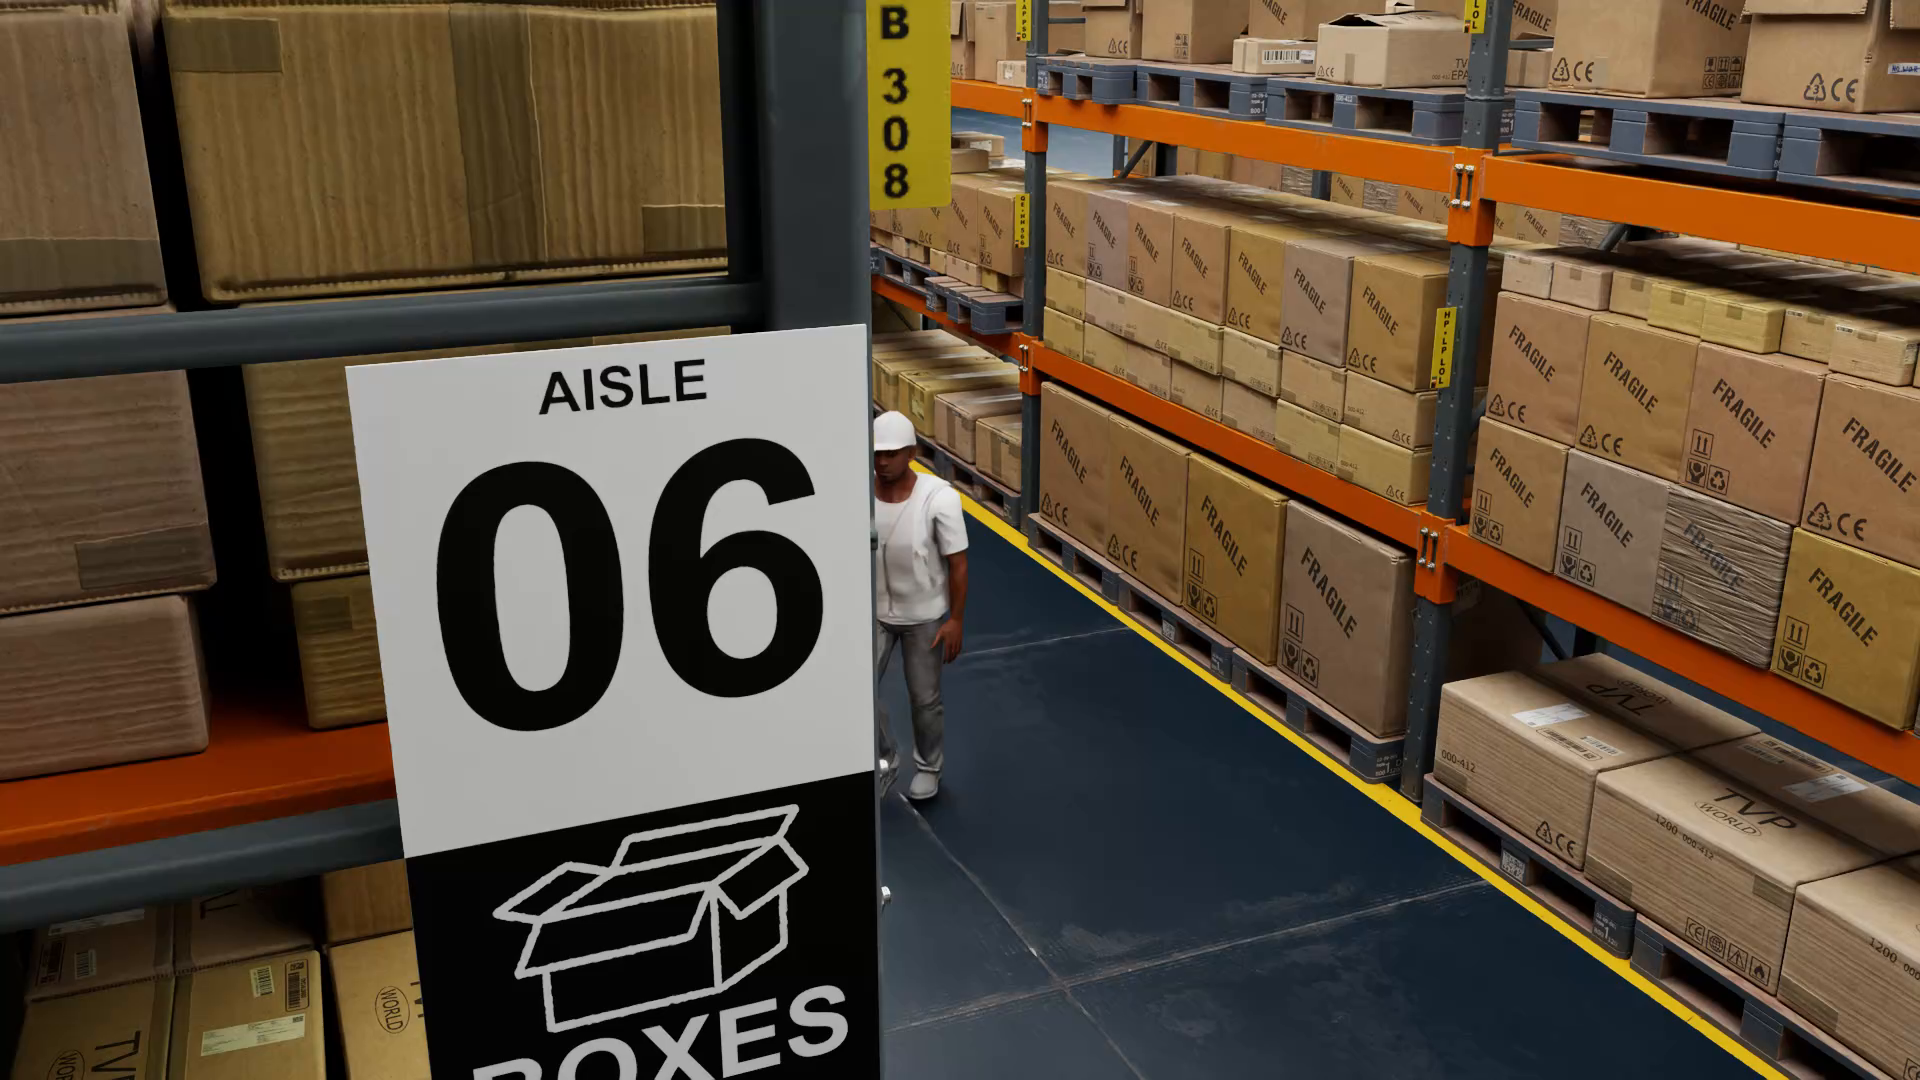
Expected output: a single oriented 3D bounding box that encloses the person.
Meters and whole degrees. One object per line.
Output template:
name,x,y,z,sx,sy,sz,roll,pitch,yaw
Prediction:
person,-0.255,0.317,7.066,0.596,1.777,0.513,4,19,11
